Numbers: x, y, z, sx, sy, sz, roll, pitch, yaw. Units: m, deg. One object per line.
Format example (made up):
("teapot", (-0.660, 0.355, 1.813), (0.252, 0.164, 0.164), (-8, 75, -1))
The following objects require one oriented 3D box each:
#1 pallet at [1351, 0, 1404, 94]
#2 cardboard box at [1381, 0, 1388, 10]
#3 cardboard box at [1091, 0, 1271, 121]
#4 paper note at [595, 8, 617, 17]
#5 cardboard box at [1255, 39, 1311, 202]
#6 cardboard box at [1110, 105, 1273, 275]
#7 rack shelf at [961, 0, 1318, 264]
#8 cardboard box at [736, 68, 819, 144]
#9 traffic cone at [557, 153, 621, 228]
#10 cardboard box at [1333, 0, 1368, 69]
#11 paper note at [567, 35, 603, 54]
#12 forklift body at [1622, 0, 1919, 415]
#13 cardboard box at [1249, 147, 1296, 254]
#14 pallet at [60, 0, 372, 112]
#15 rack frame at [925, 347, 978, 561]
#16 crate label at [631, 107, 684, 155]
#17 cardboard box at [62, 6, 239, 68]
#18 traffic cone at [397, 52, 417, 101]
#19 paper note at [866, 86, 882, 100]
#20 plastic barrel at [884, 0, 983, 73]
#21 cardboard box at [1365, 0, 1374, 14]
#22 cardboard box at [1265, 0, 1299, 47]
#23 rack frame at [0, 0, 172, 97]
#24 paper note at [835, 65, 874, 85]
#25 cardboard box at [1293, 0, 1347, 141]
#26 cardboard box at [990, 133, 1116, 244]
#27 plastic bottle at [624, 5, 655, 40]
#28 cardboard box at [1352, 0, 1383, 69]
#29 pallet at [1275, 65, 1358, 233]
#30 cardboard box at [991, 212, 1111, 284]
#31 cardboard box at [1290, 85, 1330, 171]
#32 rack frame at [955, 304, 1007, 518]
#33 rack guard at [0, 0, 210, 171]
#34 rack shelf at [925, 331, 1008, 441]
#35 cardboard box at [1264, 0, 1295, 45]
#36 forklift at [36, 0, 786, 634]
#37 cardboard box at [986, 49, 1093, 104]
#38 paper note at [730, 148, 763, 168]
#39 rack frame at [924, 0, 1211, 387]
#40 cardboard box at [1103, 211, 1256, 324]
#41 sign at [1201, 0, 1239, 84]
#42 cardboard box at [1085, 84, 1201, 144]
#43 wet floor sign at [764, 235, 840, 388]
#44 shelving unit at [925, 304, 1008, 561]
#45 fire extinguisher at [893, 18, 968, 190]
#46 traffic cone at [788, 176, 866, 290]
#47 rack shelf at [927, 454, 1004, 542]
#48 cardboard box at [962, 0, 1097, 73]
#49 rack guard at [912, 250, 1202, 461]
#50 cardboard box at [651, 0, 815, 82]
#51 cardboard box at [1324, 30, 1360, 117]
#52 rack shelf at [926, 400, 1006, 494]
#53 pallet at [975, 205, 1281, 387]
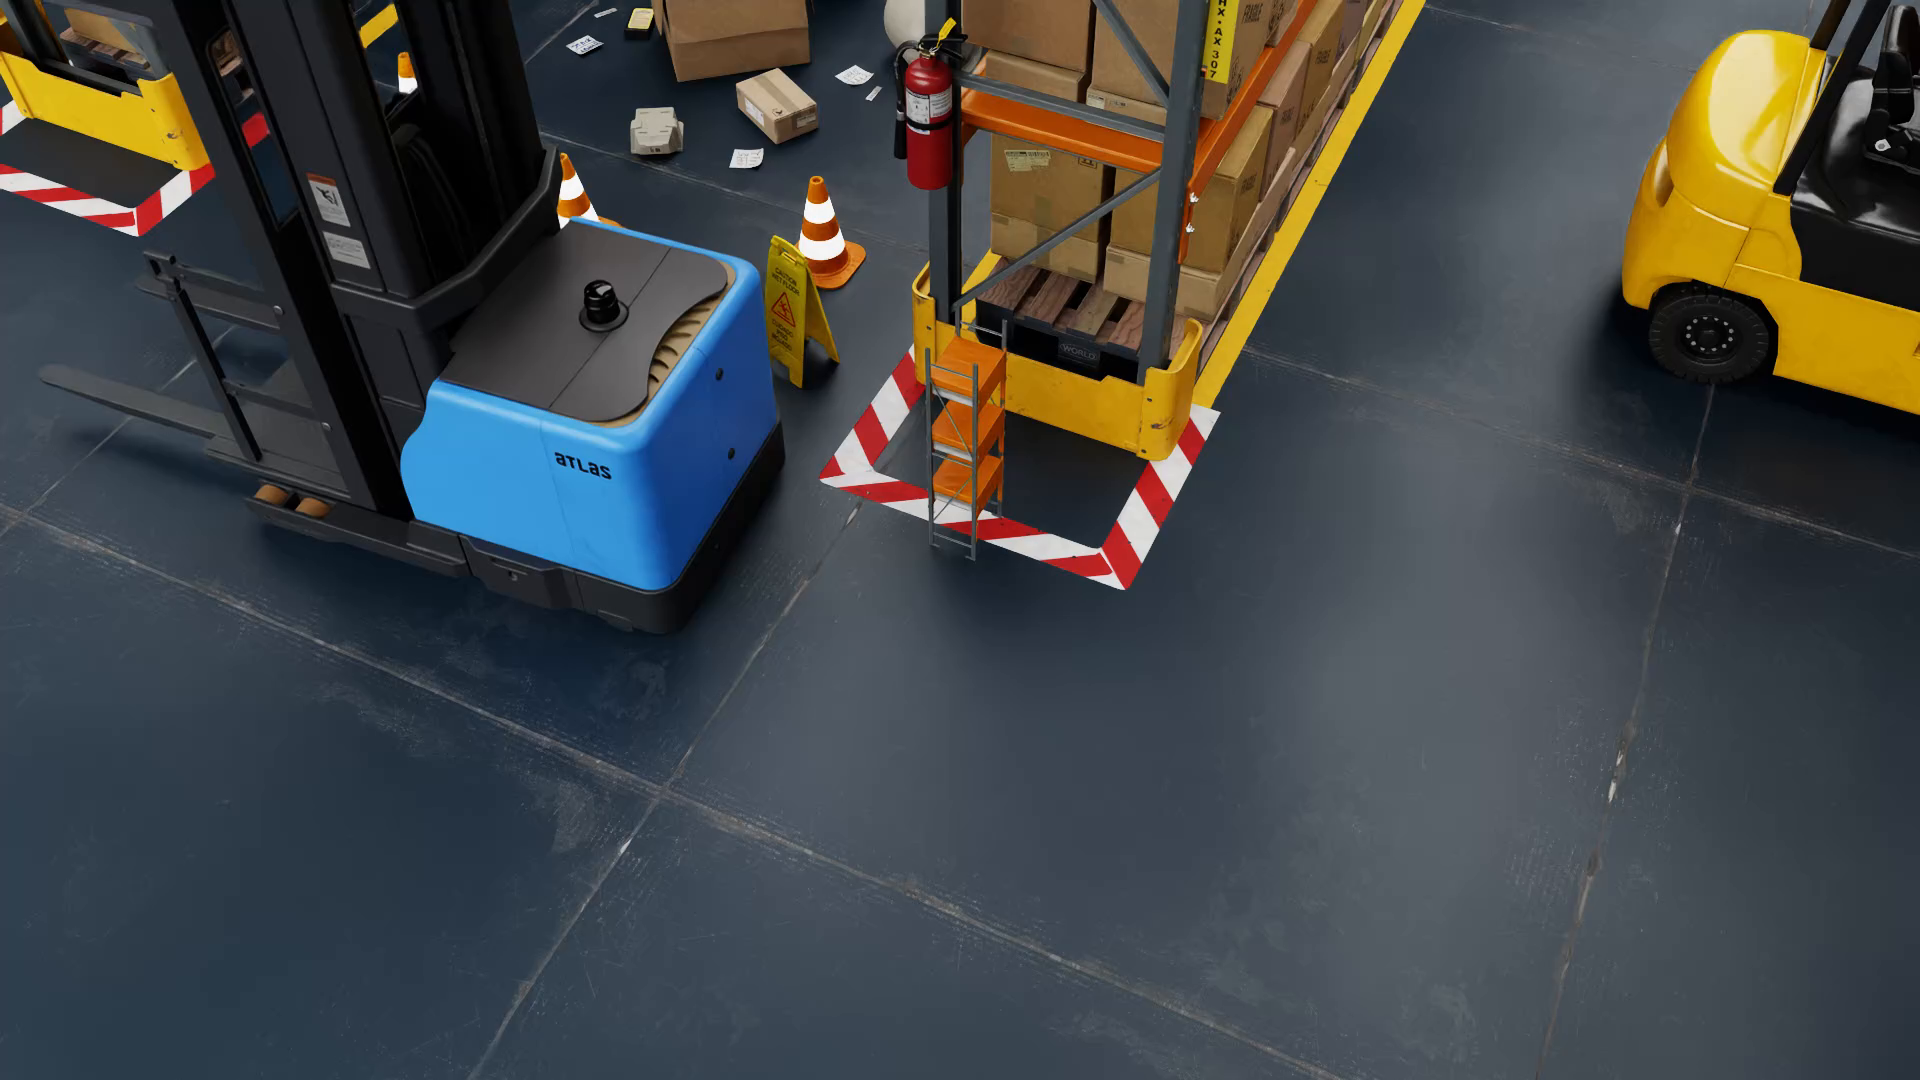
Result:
("pallet", (1.807, -2.912, 8.905), (1.003, 0.211, 1.213), (20, 52, 16))
("cardboard box", (2.053, -3.041, 8.712), (0.500, 0.250, 0.500), (22, 53, 18))
("cardboard box", (0.806, -1.900, 5.952), (0.500, 0.500, 0.500), (19, 52, 16))
("paper note", (-1.914, -2.849, 8.982), (0.123, 0.001, 0.032), (-28, 55, -22))
("cardboard box", (1.177, -1.867, 7.222), (0.500, 0.500, 0.500), (18, 52, 15))
("cardboard box", (0.957, -1.506, 6.914), (0.500, 0.500, 0.500), (18, 52, 15))
("rack shelf", (1.208, -2.680, 7.348), (1.077, 0.370, 4.000), (20, 52, 16))
("cardboard box", (-0.914, -2.171, 8.315), (0.250, 0.149, 0.380), (-28, 55, -22))
("traffic cone", (-1.778, -1.556, 7.586), (0.336, 0.463, 0.334), (20, 52, 16))
("cardboard box", (1.619, -2.581, 7.829), (0.500, 0.500, 0.500), (22, 53, 18))
("paper note", (-1.978, -2.613, 8.769), (0.142, 0.017, 0.144), (-37, 59, -27))
("forklift body", (4.003, -1.548, 6.470), (2.313, 2.155, 1.214), (20, 52, 16))
("cardboard box", (1.173, -1.595, 7.483), (0.500, 0.250, 0.500), (22, 53, 17))
("pallet", (-3.895, -2.749, 8.766), (1.003, 0.211, 1.213), (20, 52, 16))
("rack frame", (-0.029, -0.293, 6.125), (0.200, 1.050, 0.008), (20, 52, 16))
("crate label", (-1.498, -2.012, 8.188), (0.250, 0.136, 0.298), (-4, 50, -3))
("cardboard box", (-3.936, -3.013, 8.278), (0.875, 0.875, 0.875), (20, 53, 16))
("traffic cone", (-2.655, -2.158, 8.098), (0.336, 0.463, 0.334), (20, 52, 16))
("paper note", (-0.439, -2.284, 8.502), (0.032, 0.001, 0.123), (20, 52, 16))
("plastic barrel", (-0.133, -2.616, 8.513), (0.421, 0.421, 0.512), (-19, 52, -16))
("cardboard box", (1.836, -2.933, 8.128), (0.500, 0.500, 0.500), (21, 53, 17))
("cardboard box", (1.117, -2.115, 6.561), (0.380, 0.149, 0.250), (21, 53, 17))
("rack frame", (-4.165, -3.077, 7.214), (1.000, 3.000, 0.127), (20, 52, 16))
("paper note", (-0.544, -2.404, 8.599), (0.142, 0.019, 0.148), (-37, 59, -27))
("cardboard box", (1.399, -2.210, 7.513), (0.500, 0.500, 0.500), (21, 53, 17))
("cardboard box", (0.460, -1.660, 7.046), (0.500, 0.500, 0.500), (20, 53, 16))
("plastic bottle", (-1.699, -2.782, 8.892), (0.133, 0.061, 0.283), (4, 50, 3))
("cardboard box", (1.834, -2.671, 8.398), (0.500, 0.250, 0.500), (19, 52, 15))
("pallet", (1.287, -2.069, 8.187), (1.003, 0.211, 1.213), (20, 52, 16))
("cardboard box", (0.466, -1.441, 7.352), (0.500, 0.250, 0.500), (20, 52, 16))
("cardboard box", (1.394, -1.975, 7.806), (0.500, 0.250, 0.500), (23, 53, 18))
("rack frame", (0.075, -0.461, 6.268), (0.200, 1.050, 0.008), (20, 52, 16))
("rack guard", (-4.176, -2.250, 8.151), (1.175, 0.500, 0.348), (20, 52, 16))
("rack shelf", (0.023, -0.554, 5.988), (0.215, 0.259, 0.240), (20, 52, 16))
("cardboard box", (1.025, -2.258, 6.256), (0.500, 0.500, 0.500), (21, 53, 17))
("forklift", (-2.279, -1.315, 5.759), (3.031, 2.935, 1.130), (16, 52, 13))
("cardboard box", (0.320, -1.781, 6.276), (0.380, 0.149, 0.250), (21, 53, 17))
("paper note", (-1.043, -1.872, 8.138), (0.148, 0.019, 0.142), (4, 50, 3))
("rack frame", (0.353, -1.536, 5.902), (1.000, 3.000, 0.127), (20, 52, 16))
("cardboard box", (0.948, -1.246, 7.186), (0.500, 0.250, 0.500), (19, 52, 16))
("sign", (0.844, -1.640, 5.422), (0.100, 0.325, 0.005), (20, 52, 16))
("cardboard box", (0.686, -1.621, 6.140), (0.380, 0.149, 0.250), (20, 52, 16))
("wet floor sign", (-0.695, -0.990, 6.984), (0.232, 0.644, 0.267), (-37, 59, -27))
("shelving unit", (0.023, -0.377, 6.196), (0.215, 1.050, 0.252), (20, 52, 16))
("fire extinguisher", (-0.112, -1.582, 5.992), (0.296, 0.674, 0.183), (20, 52, 16))
("traffic cone", (-0.629, -1.429, 7.478), (0.336, 0.463, 0.334), (20, 52, 16))
("rack shelf", (0.023, -0.190, 6.416), (0.215, 0.259, 0.240), (20, 52, 16))
("cardboard box", (0.336, -2.128, 6.145), (0.500, 0.500, 0.500), (19, 52, 15))
("rack guard", (0.386, -0.778, 6.899), (1.175, 0.500, 0.348), (20, 52, 16))
("cardboard box", (-1.185, -2.760, 8.583), (0.797, 0.503, 0.637), (-11, 51, -9))
("cardboard box", (1.613, -2.322, 8.101), (0.500, 0.250, 0.500), (21, 53, 17))
("rack shelf", (0.023, -0.370, 6.205), (0.215, 0.259, 0.240), (20, 52, 16))
("pallet", (0.765, -1.232, 7.475), (1.003, 0.211, 1.213), (20, 52, 16))
